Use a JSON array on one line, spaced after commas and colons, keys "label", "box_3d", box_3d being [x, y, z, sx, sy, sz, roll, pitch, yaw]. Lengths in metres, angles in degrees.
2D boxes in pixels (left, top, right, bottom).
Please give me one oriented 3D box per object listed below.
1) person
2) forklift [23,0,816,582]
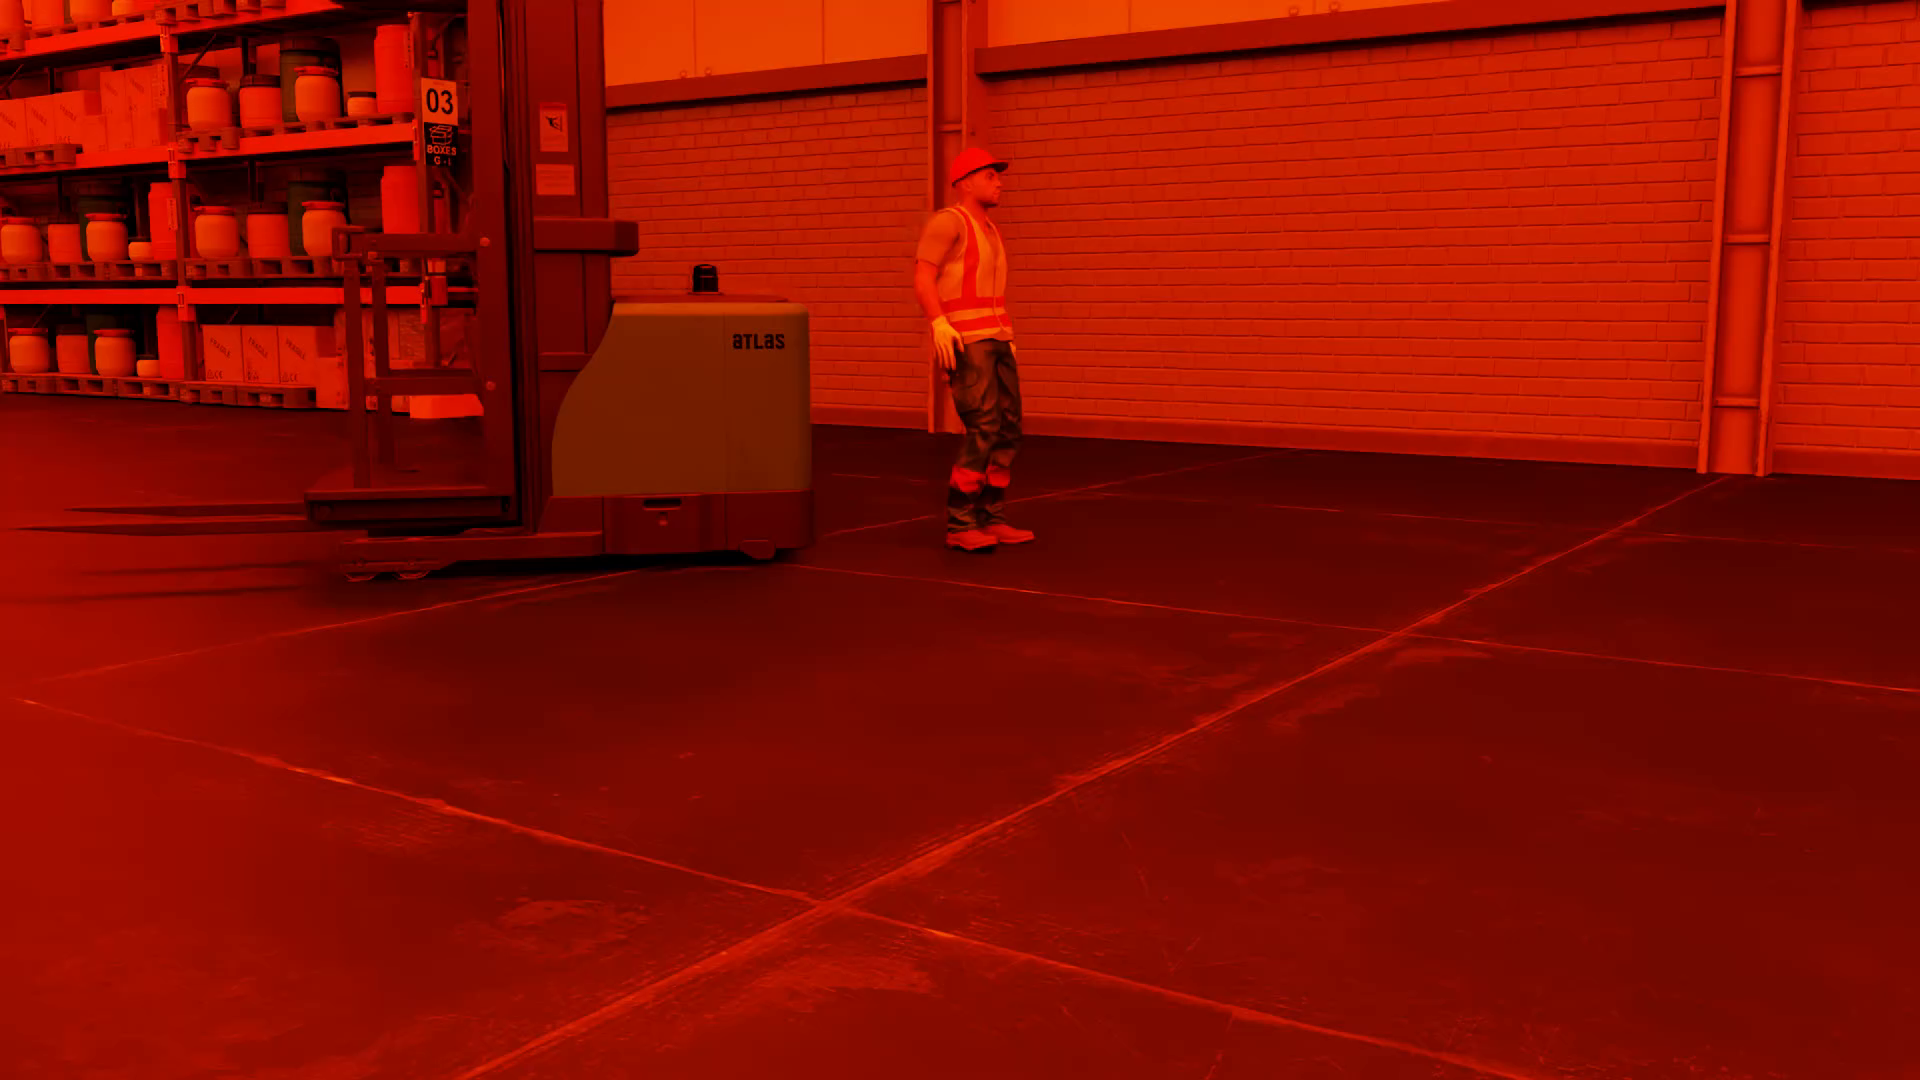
[{"label": "person", "box_3d": [0.105, -0.854, 7.429, 0.484, 1.777, 0.719, 5, 9, 30]}, {"label": "forklift", "box_3d": [-2.178, -1.371, 6.836, 3.031, 2.935, 1.130, -2, 8, -13]}]
